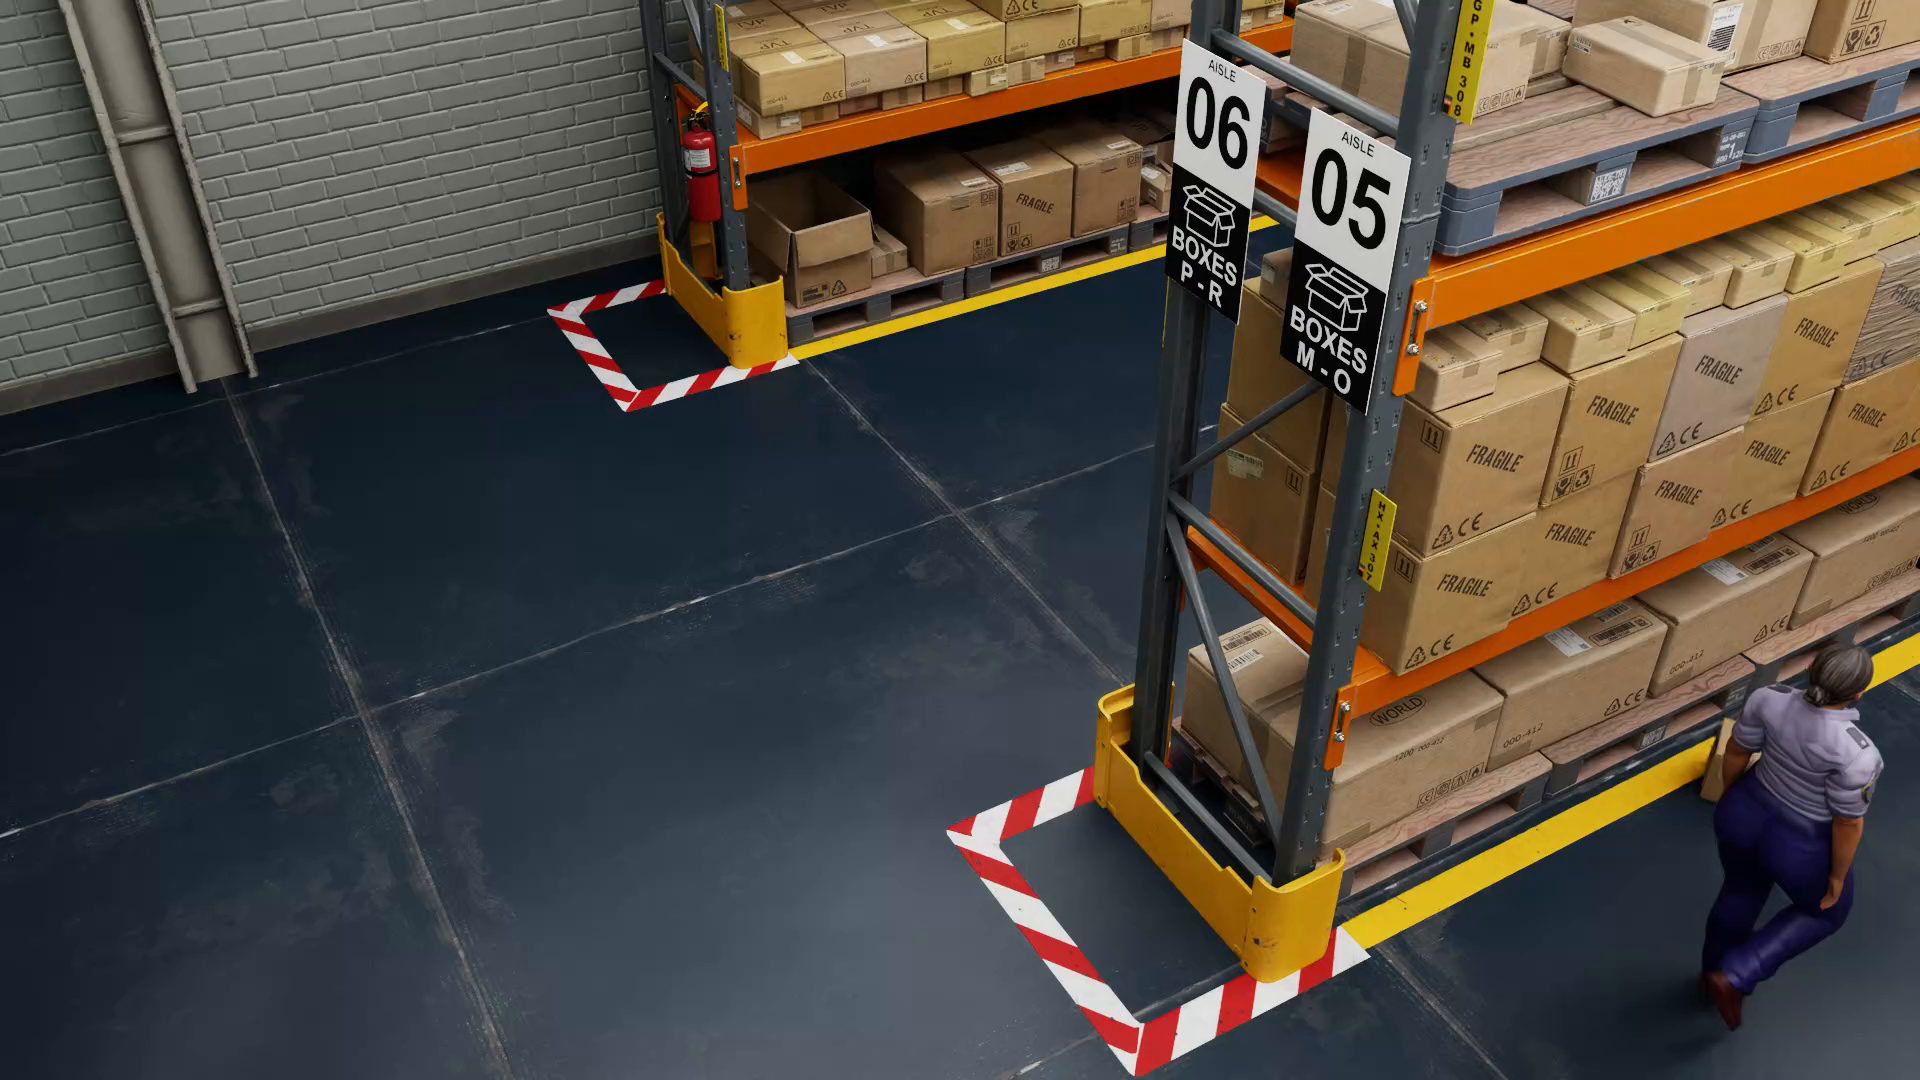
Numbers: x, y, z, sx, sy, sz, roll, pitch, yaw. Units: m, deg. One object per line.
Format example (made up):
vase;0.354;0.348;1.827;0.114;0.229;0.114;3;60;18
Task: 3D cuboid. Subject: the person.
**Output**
person;2.765;0.985;5.604;0.483;1.640;0.521;-21;42;-25
